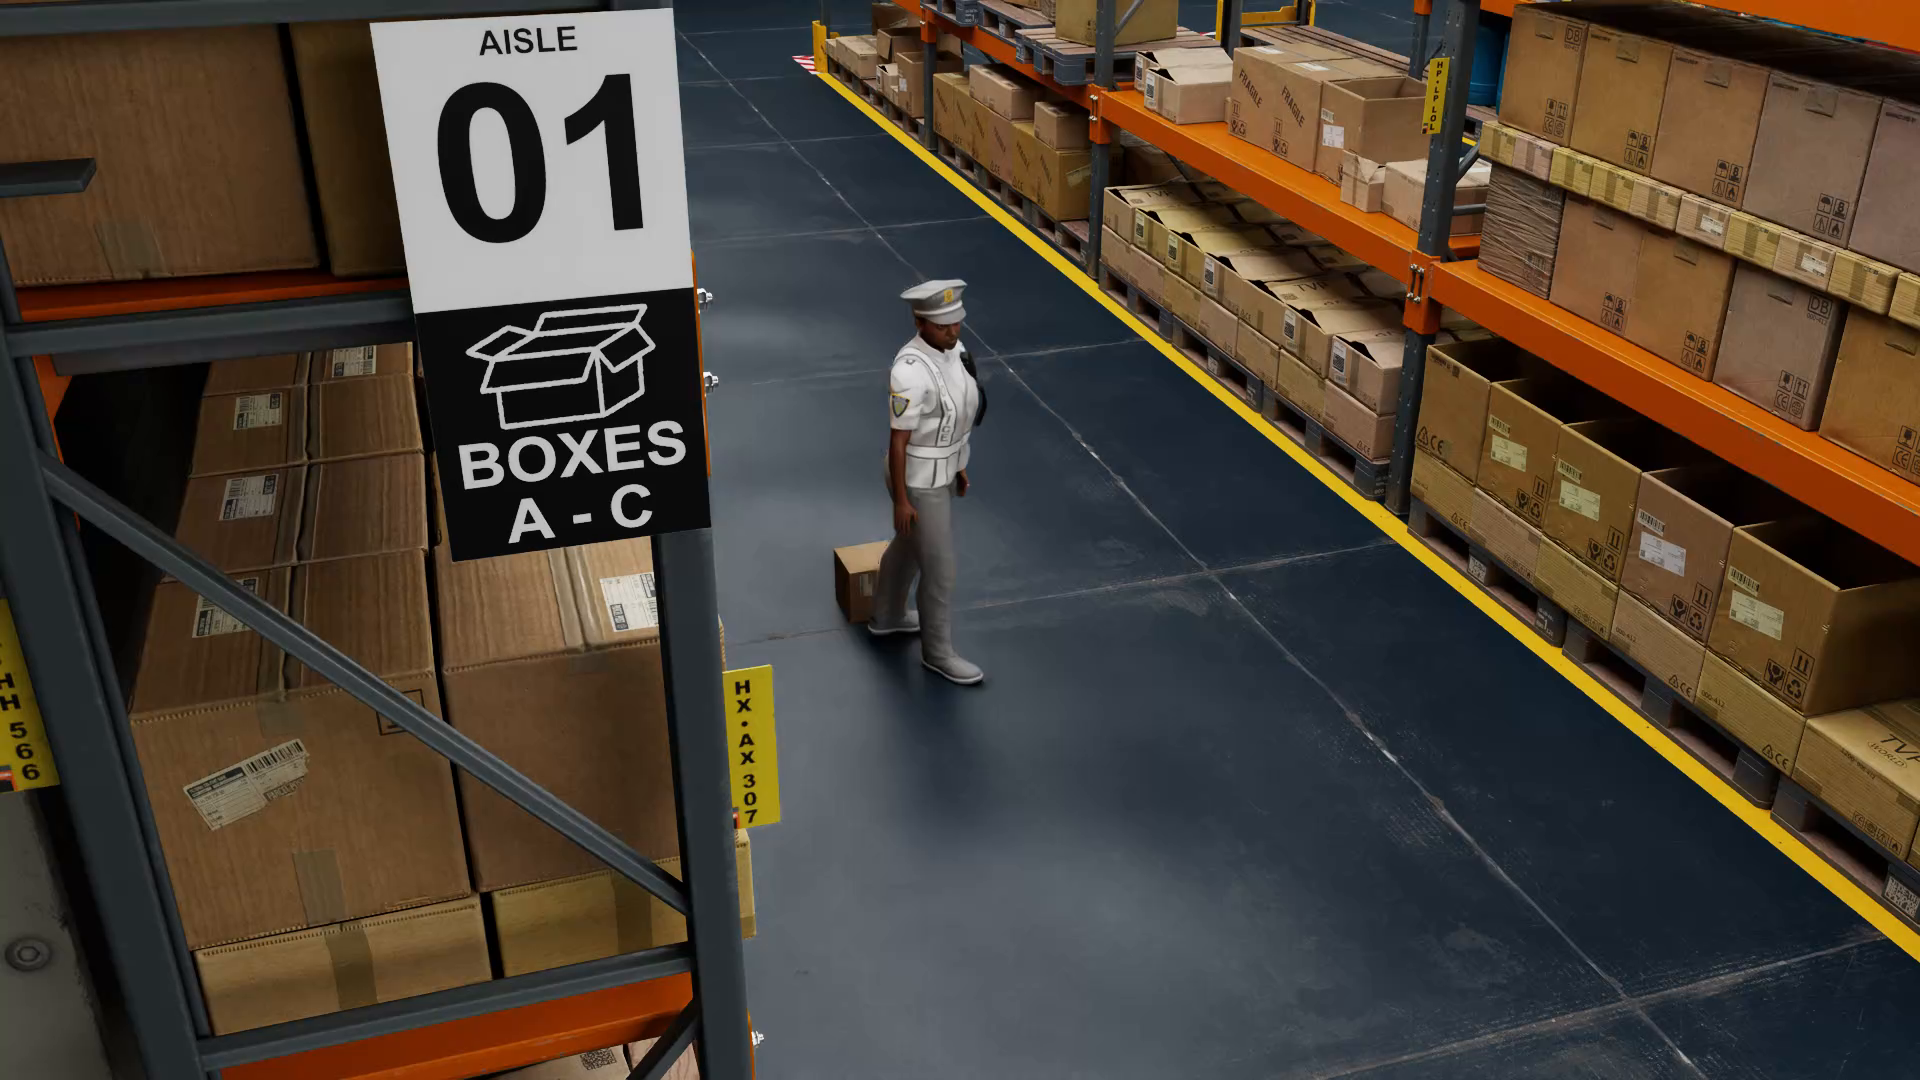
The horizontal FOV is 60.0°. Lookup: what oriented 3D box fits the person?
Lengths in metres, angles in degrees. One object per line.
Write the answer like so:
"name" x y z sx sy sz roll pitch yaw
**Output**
"person" -0.139 -0.257 6.621 0.588 1.659 0.498 10 28 19
